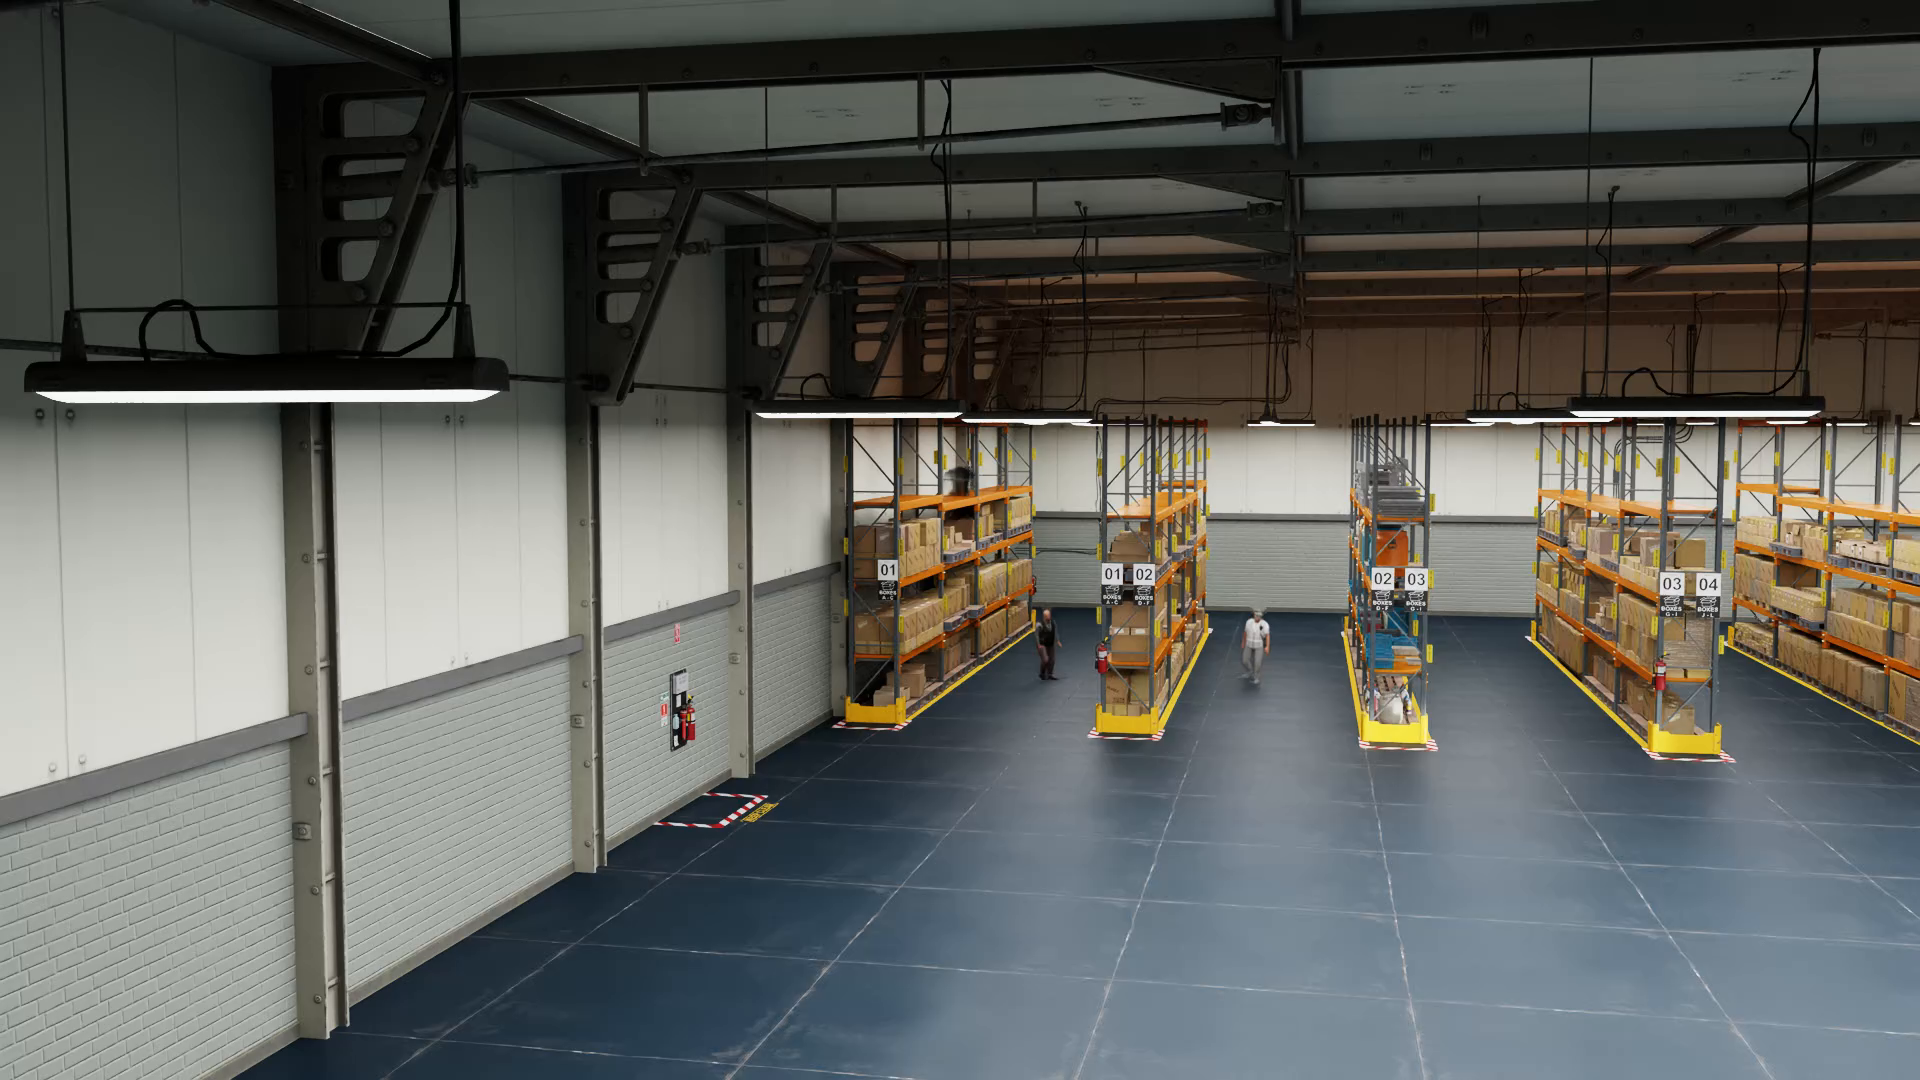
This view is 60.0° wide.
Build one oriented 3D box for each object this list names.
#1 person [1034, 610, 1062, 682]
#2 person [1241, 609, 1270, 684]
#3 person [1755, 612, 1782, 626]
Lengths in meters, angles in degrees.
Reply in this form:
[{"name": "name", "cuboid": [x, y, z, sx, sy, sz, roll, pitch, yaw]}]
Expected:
[{"name": "person", "cuboid": [1.953, 2.389, 37.742, 0.669, 1.658, 0.571, -2, 4, -31]}, {"name": "person", "cuboid": [6.655, 2.386, 37.459, 0.703, 1.711, 0.604, 2, 4, 23]}, {"name": "person", "cuboid": [22.734, 1.827, 46.680, 1.058, 1.686, 0.660, -1, 4, -20]}]
